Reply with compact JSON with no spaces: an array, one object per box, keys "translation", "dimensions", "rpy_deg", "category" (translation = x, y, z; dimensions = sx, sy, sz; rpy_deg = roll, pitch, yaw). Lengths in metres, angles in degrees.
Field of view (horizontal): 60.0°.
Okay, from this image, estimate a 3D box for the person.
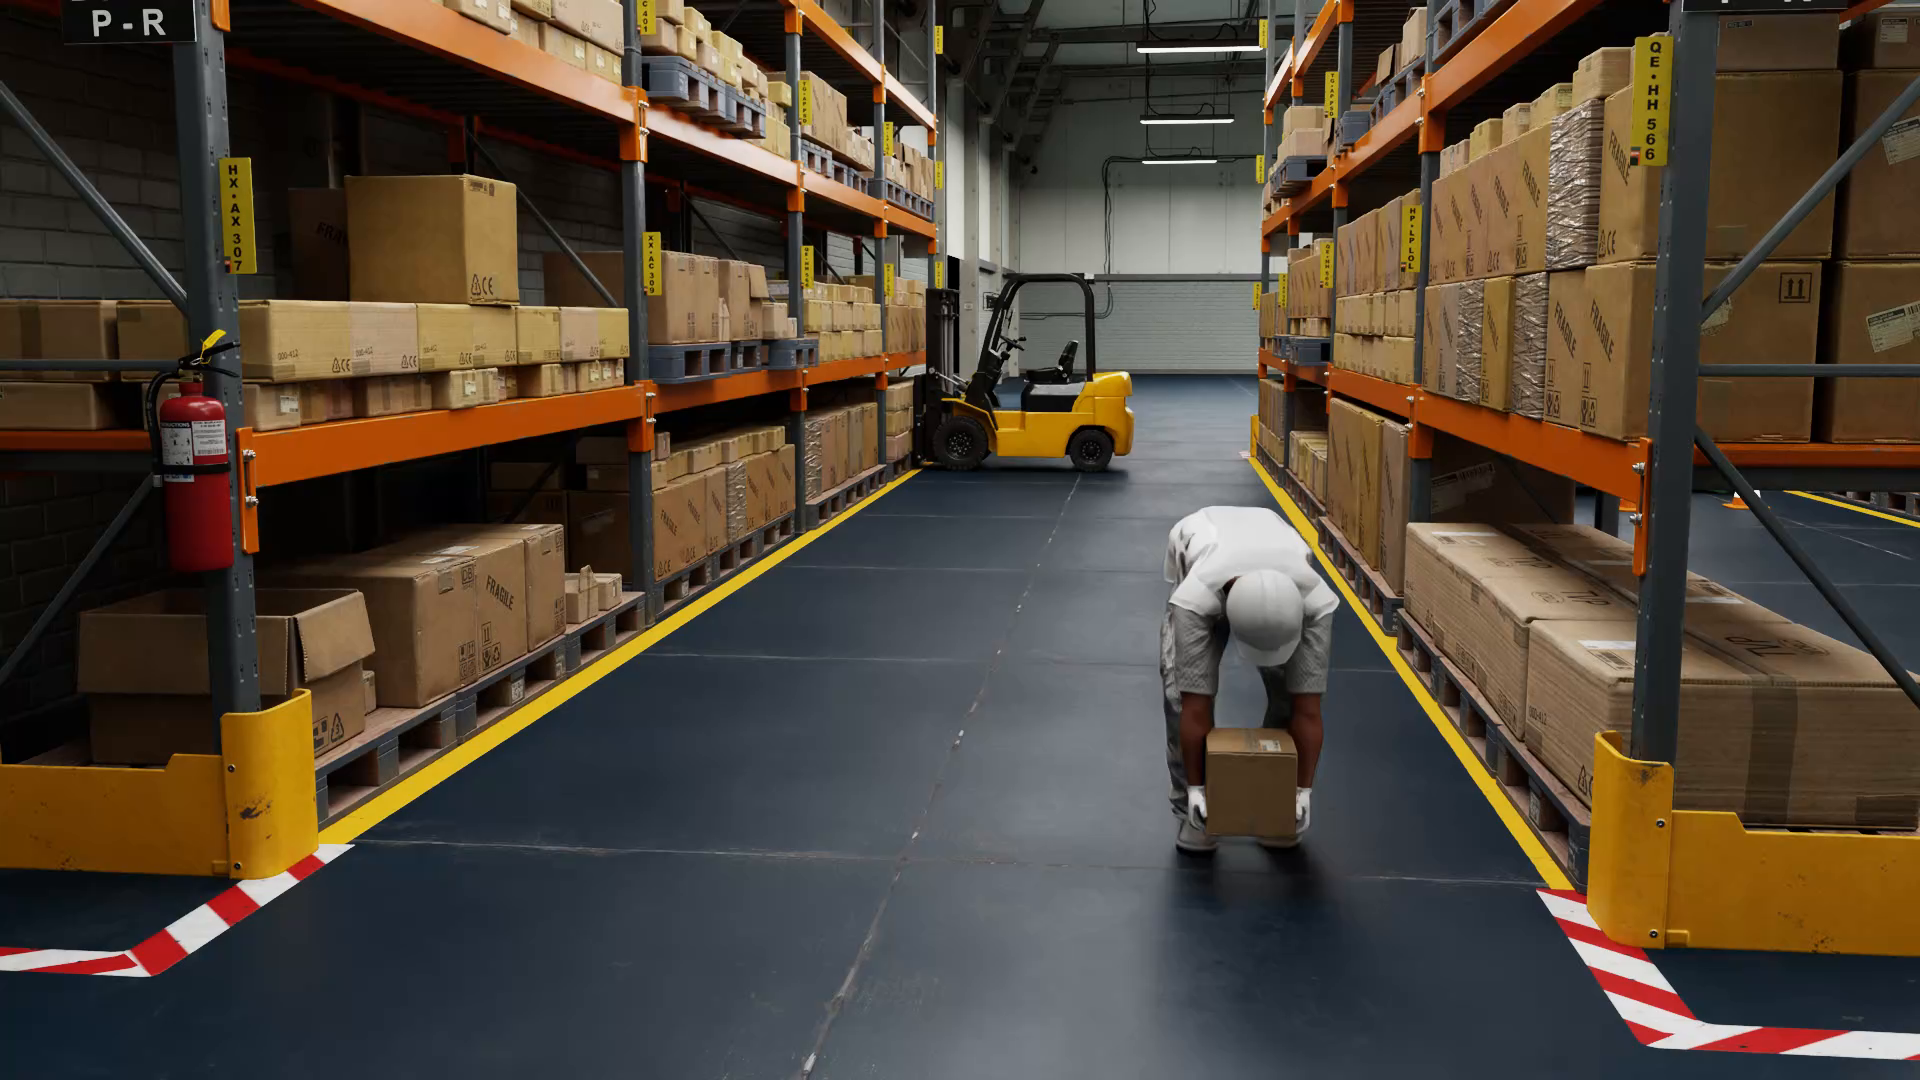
[{"translation":[0.866,0.451,5.027],"dimensions":[0.504,1.063,0.991],"rpy_deg":[0,7,2],"category":"person"}]
